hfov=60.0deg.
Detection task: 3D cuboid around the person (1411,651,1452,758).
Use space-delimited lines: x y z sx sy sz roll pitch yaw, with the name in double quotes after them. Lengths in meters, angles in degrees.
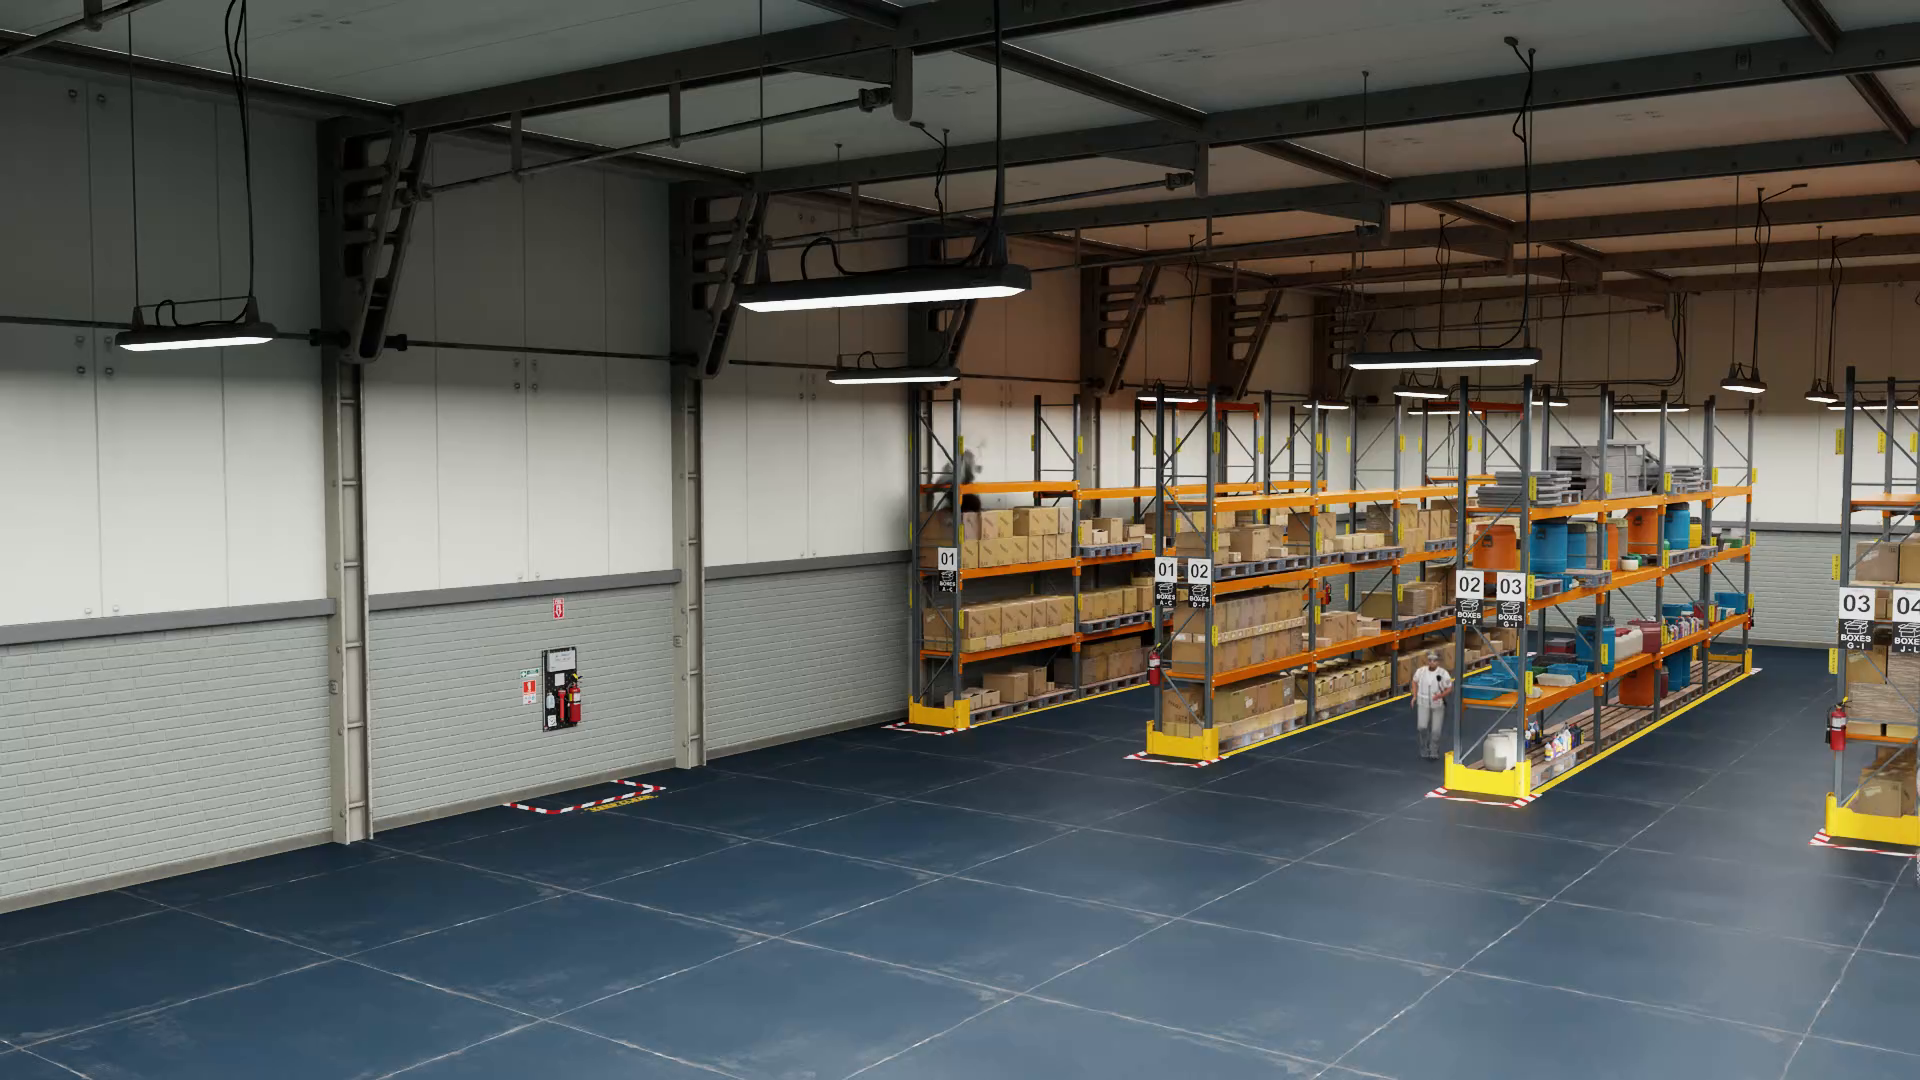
7.478 2.617 26.413 0.637 1.738 0.733 1 3 21 "person"
